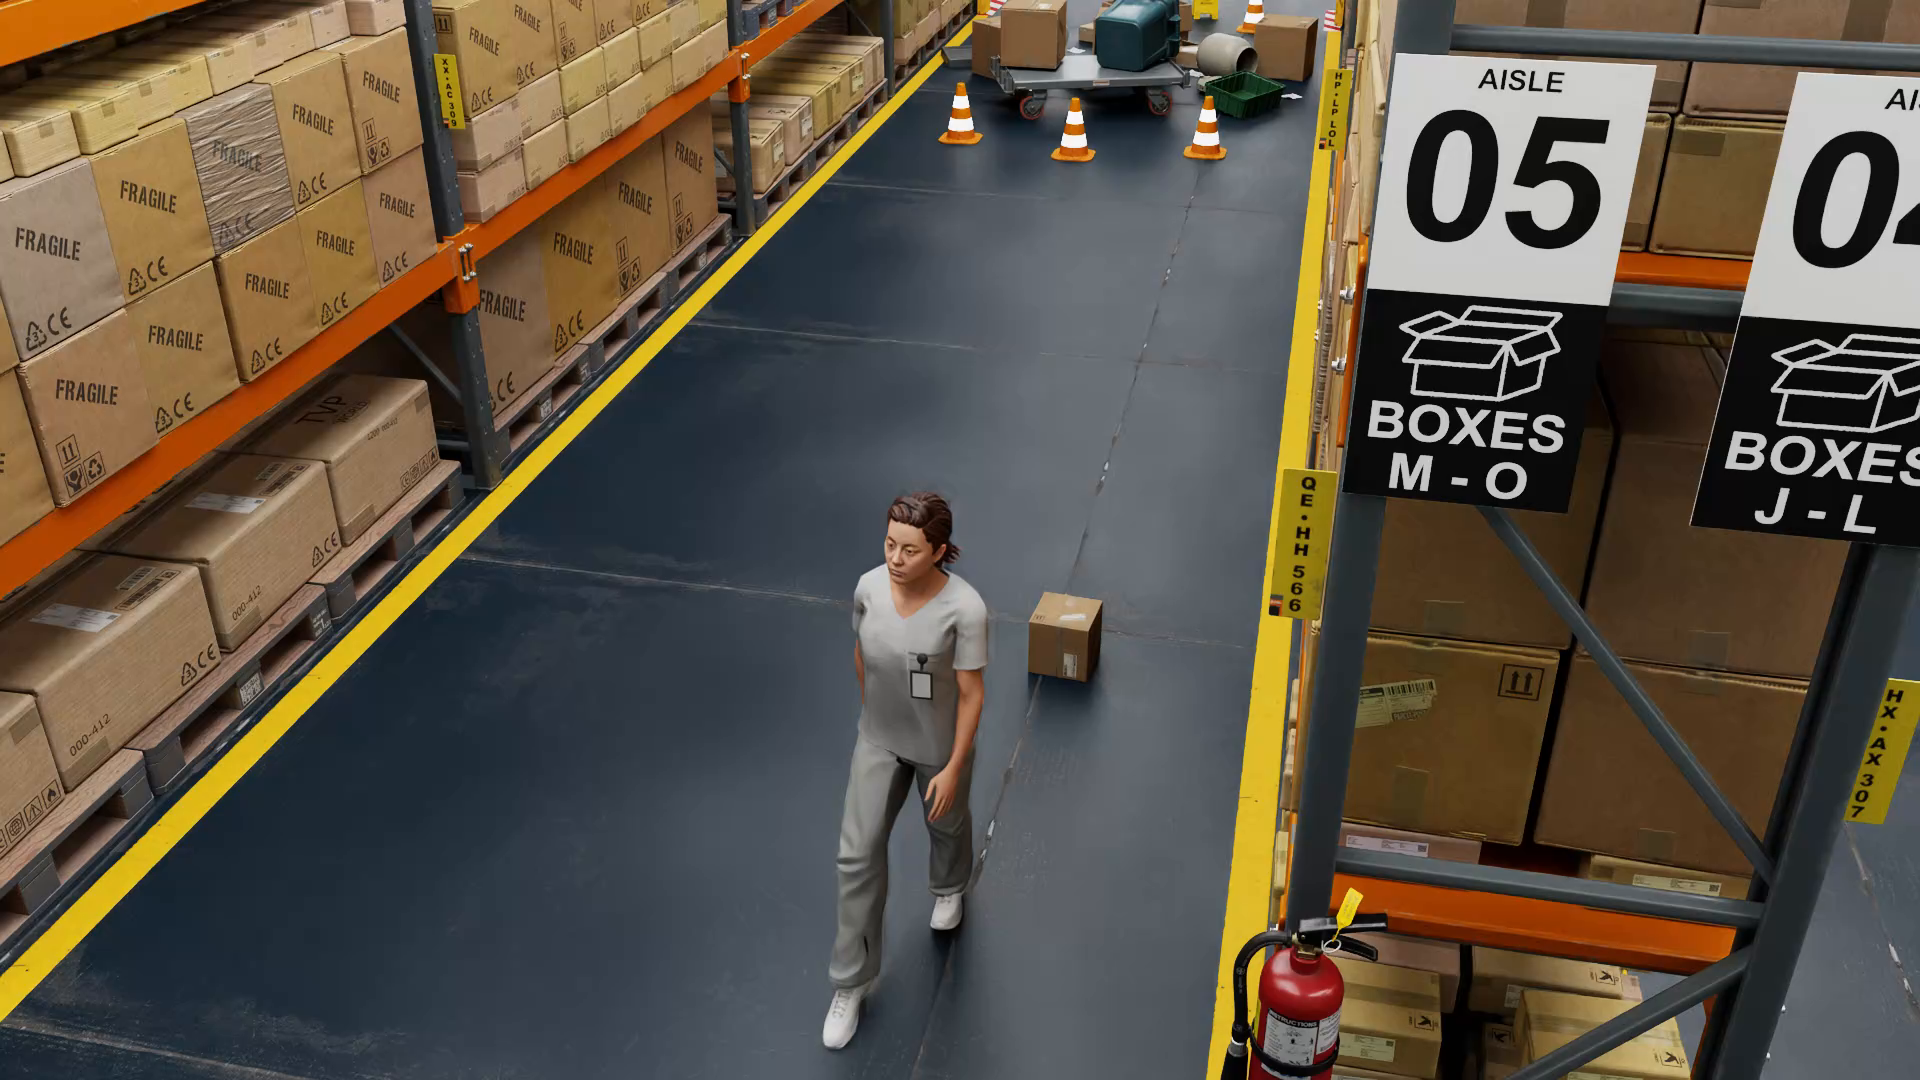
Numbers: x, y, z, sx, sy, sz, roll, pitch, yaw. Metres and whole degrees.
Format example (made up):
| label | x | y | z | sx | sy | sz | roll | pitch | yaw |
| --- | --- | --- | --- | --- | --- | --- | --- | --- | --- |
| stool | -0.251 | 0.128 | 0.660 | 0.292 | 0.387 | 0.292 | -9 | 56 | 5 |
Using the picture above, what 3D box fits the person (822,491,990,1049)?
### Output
| label | x | y | z | sx | sy | sz | roll | pitch | yaw |
| --- | --- | --- | --- | --- | --- | --- | --- | --- | --- |
| person | -0.149 | 0.645 | 4.957 | 0.457 | 1.672 | 0.848 | 9 | 30 | 16 |
